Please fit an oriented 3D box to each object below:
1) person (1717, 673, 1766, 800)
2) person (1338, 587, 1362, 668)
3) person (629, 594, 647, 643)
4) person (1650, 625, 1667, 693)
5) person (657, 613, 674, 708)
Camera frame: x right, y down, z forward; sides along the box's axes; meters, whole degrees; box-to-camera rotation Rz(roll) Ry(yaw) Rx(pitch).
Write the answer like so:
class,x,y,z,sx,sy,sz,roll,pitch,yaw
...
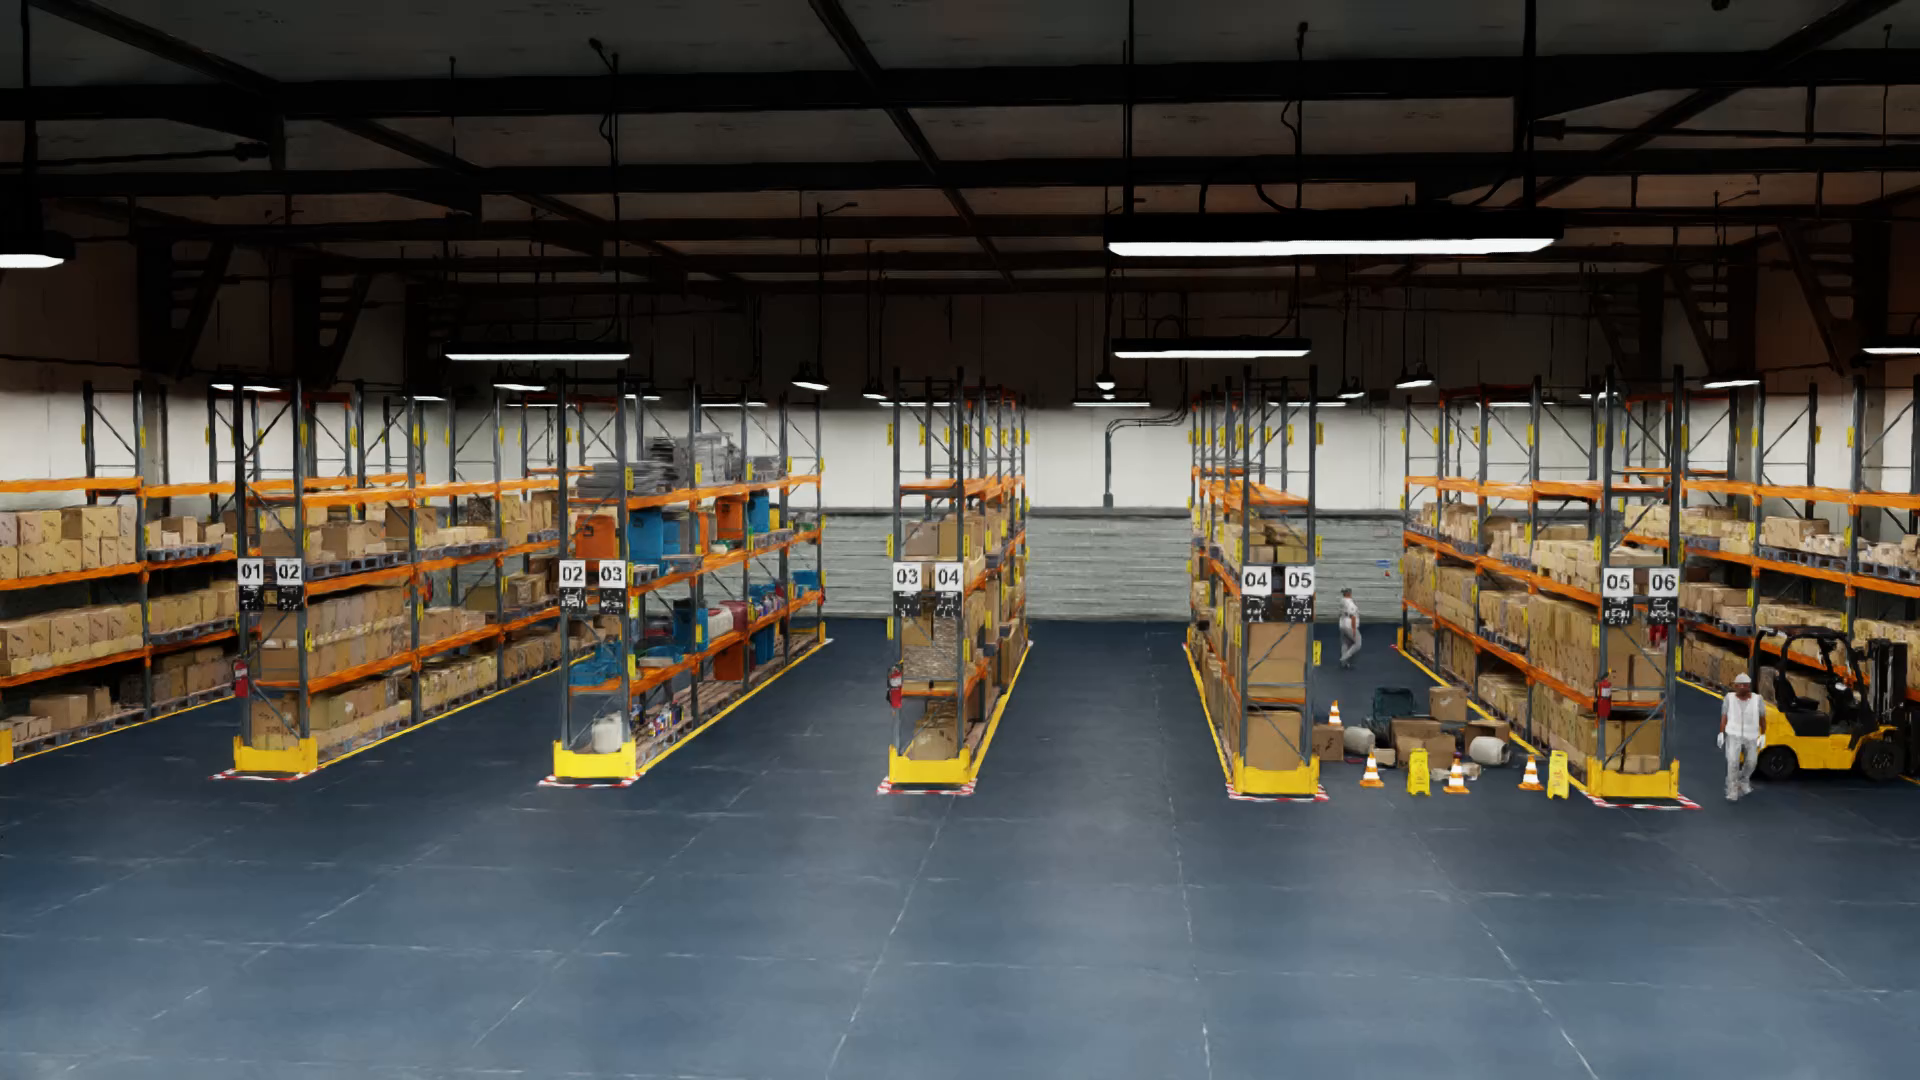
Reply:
class,x,y,z,sx,sy,sz,roll,pitch,yaw
person,10.796,2.699,22.971,0.610,1.763,0.894,1,4,22
person,8.374,1.898,35.884,0.467,1.751,0.577,-1,4,-19
person,-7.417,1.760,37.771,0.580,1.760,0.673,3,4,36
person,13.658,2.104,32.550,0.591,1.719,0.650,2,4,26
person,-5.233,2.123,29.419,0.480,1.653,0.642,1,4,17
